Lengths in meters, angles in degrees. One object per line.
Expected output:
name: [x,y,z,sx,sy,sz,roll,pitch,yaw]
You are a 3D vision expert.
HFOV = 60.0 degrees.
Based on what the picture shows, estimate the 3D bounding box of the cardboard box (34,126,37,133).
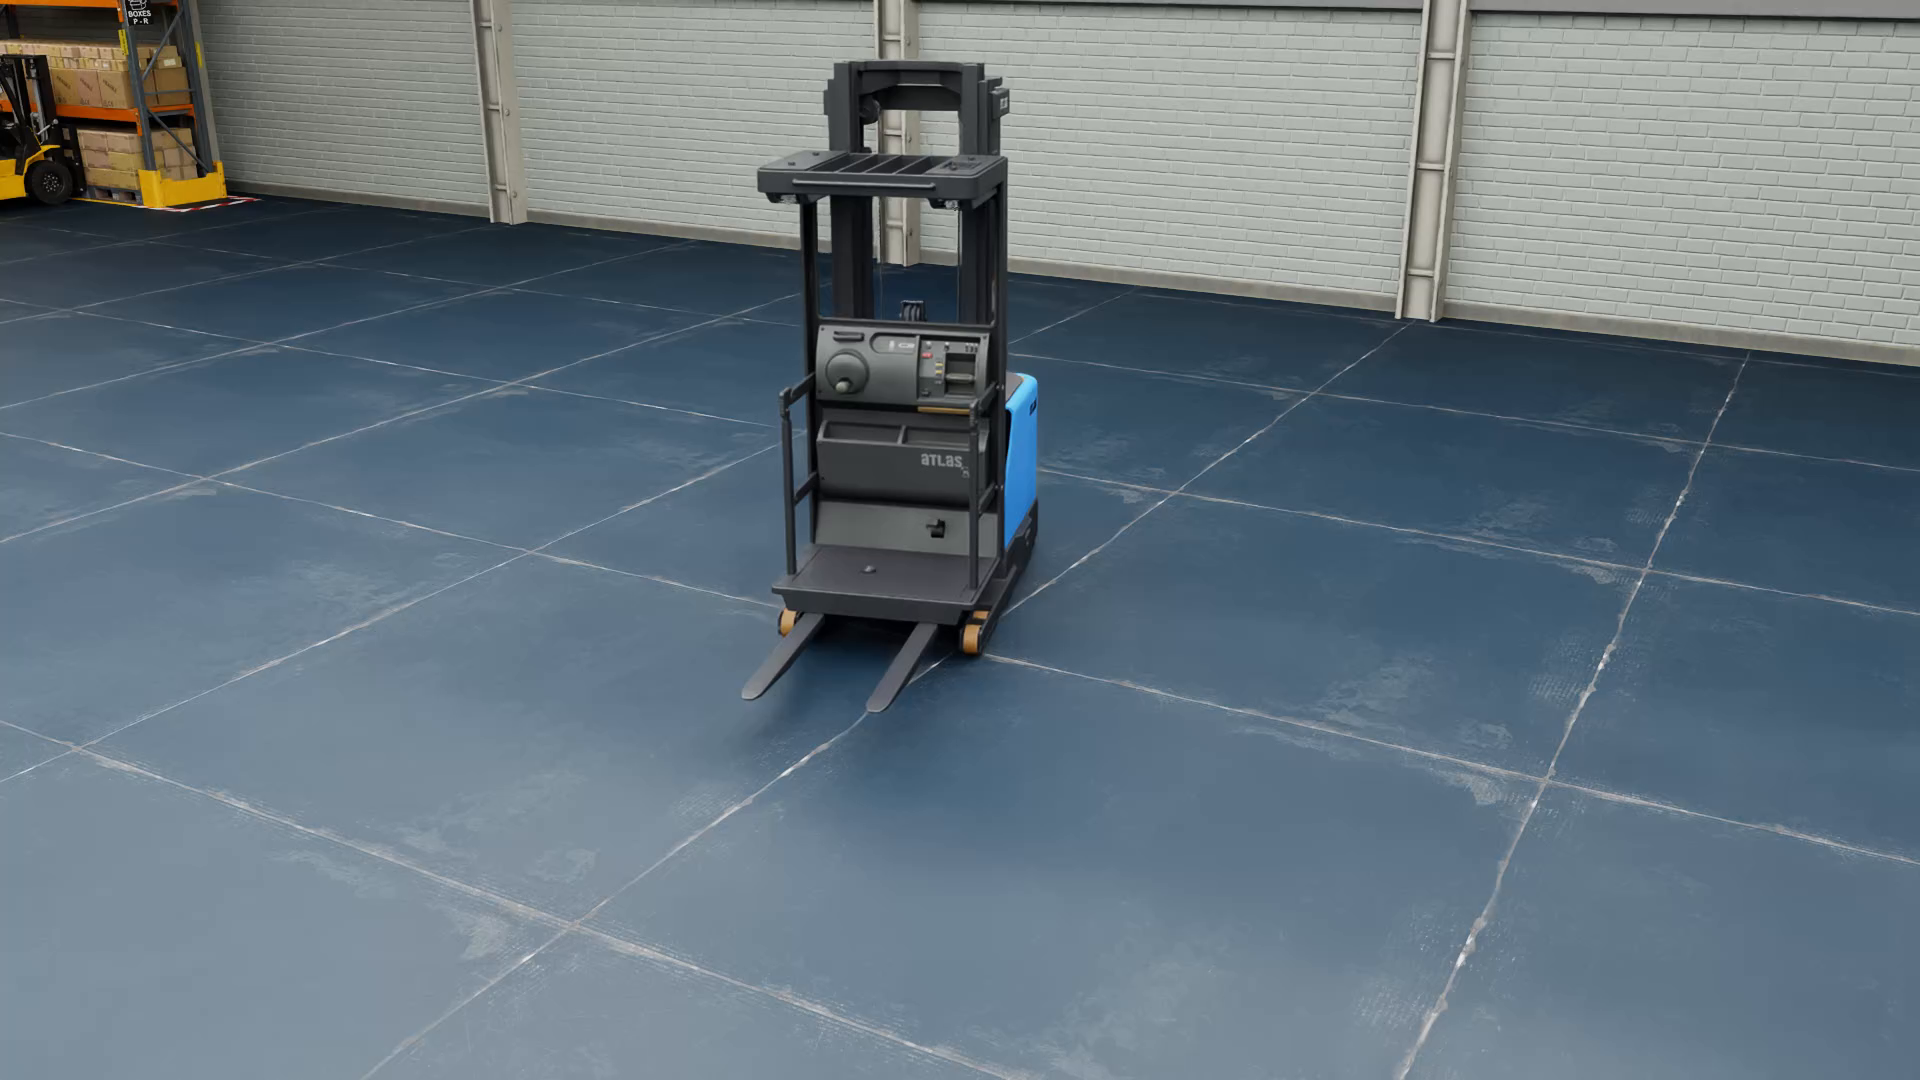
cardboard box: [-13.351,-5.920,24.238,0.500,0.250,0.500,12,23,29]

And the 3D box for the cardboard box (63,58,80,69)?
cardboard box: [-12.350,-6.718,23.388,0.250,0.149,0.380,10,22,26]

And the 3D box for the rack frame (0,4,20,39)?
rack frame: [-14.502,-6.887,24.952,0.127,3.000,1.000,11,23,27]

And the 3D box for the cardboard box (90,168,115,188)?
cardboard box: [-12.003,-5.196,23.707,0.500,0.250,0.500,11,23,27]

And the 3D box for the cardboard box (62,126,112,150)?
cardboard box: [-12.458,-5.744,23.752,0.500,0.250,0.500,11,23,28]

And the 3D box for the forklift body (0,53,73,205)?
forklift body: [-13.555,-5.595,22.635,1.214,2.155,2.313,11,23,27]

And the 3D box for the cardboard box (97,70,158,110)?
cardboard box: [-11.567,-6.272,23.111,0.500,0.500,0.500,10,22,26]

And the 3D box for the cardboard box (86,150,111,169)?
cardboard box: [-12.020,-5.436,23.635,0.500,0.250,0.500,11,22,27]

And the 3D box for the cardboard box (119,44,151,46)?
cardboard box: [-11.648,-6.926,23.526,0.250,0.149,0.380,11,23,28]

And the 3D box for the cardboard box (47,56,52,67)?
cardboard box: [-12.755,-6.822,23.676,0.250,0.149,0.380,11,22,27]

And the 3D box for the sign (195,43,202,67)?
sign: [-10.734,-6.830,23.409,0.005,0.325,0.100,11,23,27]

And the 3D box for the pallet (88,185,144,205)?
pallet: [-11.698,-5.025,23.909,1.213,0.211,1.003,11,23,27]

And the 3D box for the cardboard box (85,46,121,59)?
cardboard box: [-11.897,-6.777,23.116,0.250,0.149,0.380,11,23,28]

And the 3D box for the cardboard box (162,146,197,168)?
cardboard box: [-11.319,-5.501,23.816,0.500,0.250,0.500,11,23,28]

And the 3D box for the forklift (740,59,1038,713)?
forklift: [-0.352,-0.914,8.586,1.130,2.935,3.031,4,20,12]

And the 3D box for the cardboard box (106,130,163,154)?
cardboard box: [-11.564,-5.580,23.300,0.500,0.250,0.500,12,23,29]

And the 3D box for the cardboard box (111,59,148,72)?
cardboard box: [-11.449,-6.548,22.919,0.250,0.149,0.380,11,23,28]

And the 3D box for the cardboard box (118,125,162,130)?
cardboard box: [-11.775,-5.815,23.946,0.500,0.250,0.500,11,23,27]

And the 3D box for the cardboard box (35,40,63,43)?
cardboard box: [-13.390,-7.298,24.552,0.250,0.149,0.380,10,22,26]

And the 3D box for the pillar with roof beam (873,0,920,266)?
pillar with roof beam: [-2.801,-6.149,14.119,0.400,9.000,9.100,11,23,27]

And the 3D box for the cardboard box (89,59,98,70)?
cardboard box: [-11.883,-6.643,23.181,0.250,0.149,0.380,11,23,28]

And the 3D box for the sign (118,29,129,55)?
sign: [-11.286,-6.718,22.441,0.005,0.325,0.100,11,23,27]

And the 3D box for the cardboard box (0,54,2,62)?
cardboard box: [-13.705,-6.967,24.074,0.250,0.149,0.380,11,23,28]

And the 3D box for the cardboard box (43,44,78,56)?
cardboard box: [-12.767,-6.963,23.629,0.250,0.149,0.380,11,23,28]

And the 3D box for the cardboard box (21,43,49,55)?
cardboard box: [-13.205,-7.047,23.858,0.250,0.149,0.380,11,23,27]

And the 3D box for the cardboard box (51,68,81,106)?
cardboard box: [-12.463,-6.446,23.591,0.500,0.500,0.500,10,22,26]

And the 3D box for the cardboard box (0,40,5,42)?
cardboard box: [-14.087,-7.226,24.352,0.250,0.149,0.380,11,23,28]

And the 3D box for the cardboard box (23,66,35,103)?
cardboard box: [-13.336,-6.617,24.060,0.500,0.500,0.500,11,22,27]

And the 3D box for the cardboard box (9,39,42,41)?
cardboard box: [-13.877,-7.361,24.726,0.250,0.149,0.380,10,22,26]

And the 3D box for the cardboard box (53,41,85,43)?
cardboard box: [-12.973,-7.193,24.261,0.250,0.149,0.380,11,22,27]

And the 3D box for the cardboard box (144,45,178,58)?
cardboard box: [-11.199,-6.833,23.269,0.250,0.149,0.380,10,22,26]

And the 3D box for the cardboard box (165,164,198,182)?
cardboard box: [-11.343,-5.266,23.901,0.500,0.250,0.500,11,23,28]

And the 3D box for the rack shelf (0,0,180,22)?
rack shelf: [-12.756,-7.626,23.646,4.000,0.370,1.077,11,23,27]

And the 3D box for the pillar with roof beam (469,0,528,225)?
pillar with roof beam: [-8.039,-7.146,16.870,0.400,9.000,9.100,11,23,27]

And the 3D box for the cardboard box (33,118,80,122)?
cardboard box: [-13.528,-6.158,24.892,0.500,0.250,0.500,10,22,27]

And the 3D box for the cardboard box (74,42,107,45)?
cardboard box: [-12.535,-7.098,24.001,0.250,0.149,0.380,11,23,28]

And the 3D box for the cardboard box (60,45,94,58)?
cardboard box: [-12.360,-6.851,23.319,0.250,0.149,0.380,11,23,29]

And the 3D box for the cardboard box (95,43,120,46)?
cardboard box: [-12.099,-7.008,23.752,0.250,0.149,0.380,12,23,29]

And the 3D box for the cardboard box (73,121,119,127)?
cardboard box: [-12.650,-5.988,24.425,0.500,0.250,0.500,10,22,26]

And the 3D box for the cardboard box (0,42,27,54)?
cardboard box: [-13.694,-7.107,24.026,0.250,0.149,0.380,11,23,28]

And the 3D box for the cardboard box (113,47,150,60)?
cardboard box: [-11.425,-6.710,22.931,0.250,0.149,0.380,11,23,27]
